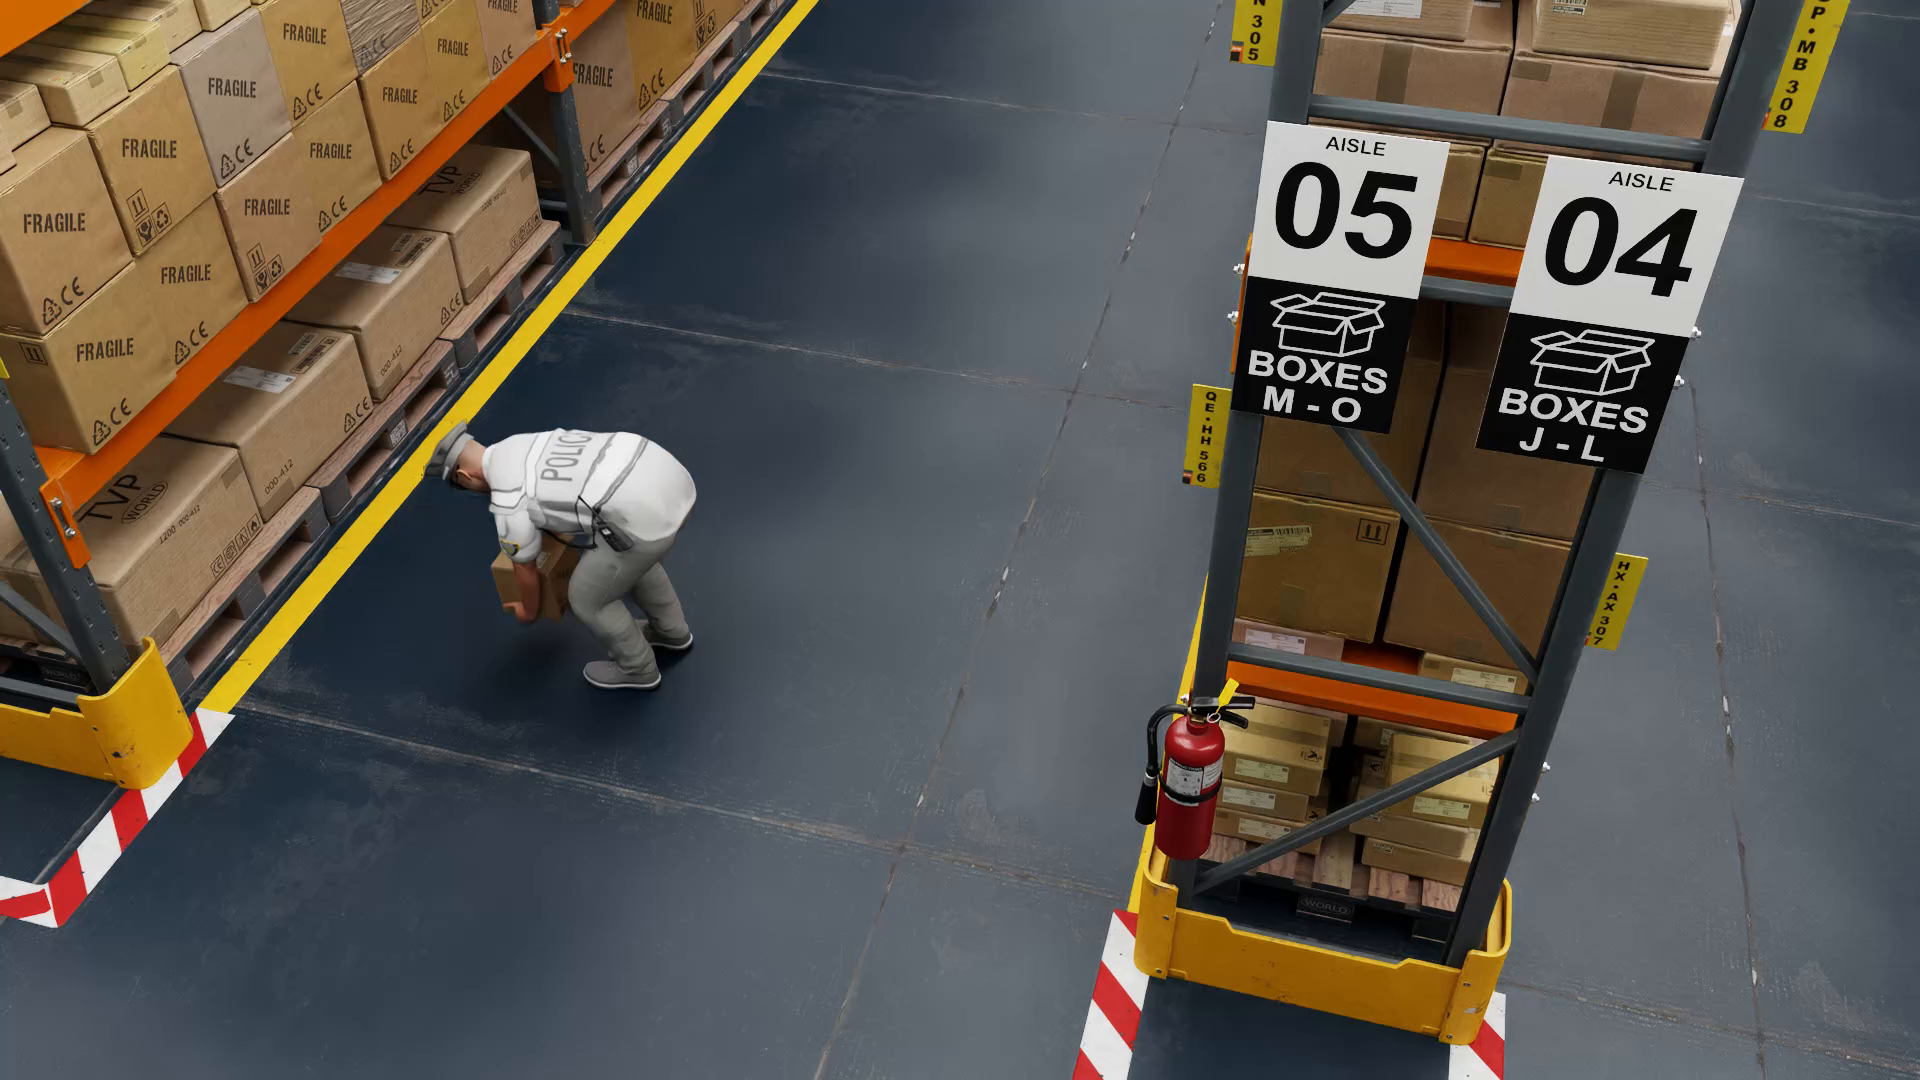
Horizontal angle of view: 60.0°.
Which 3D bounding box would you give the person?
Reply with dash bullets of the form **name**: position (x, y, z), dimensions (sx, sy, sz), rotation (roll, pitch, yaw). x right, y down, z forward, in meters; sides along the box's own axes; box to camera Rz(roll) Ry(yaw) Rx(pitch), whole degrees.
- **person**: position (-1.536, 0.051, 6.585), dimensions (1.045, 1.113, 0.490), rotation (9, 41, 10)
